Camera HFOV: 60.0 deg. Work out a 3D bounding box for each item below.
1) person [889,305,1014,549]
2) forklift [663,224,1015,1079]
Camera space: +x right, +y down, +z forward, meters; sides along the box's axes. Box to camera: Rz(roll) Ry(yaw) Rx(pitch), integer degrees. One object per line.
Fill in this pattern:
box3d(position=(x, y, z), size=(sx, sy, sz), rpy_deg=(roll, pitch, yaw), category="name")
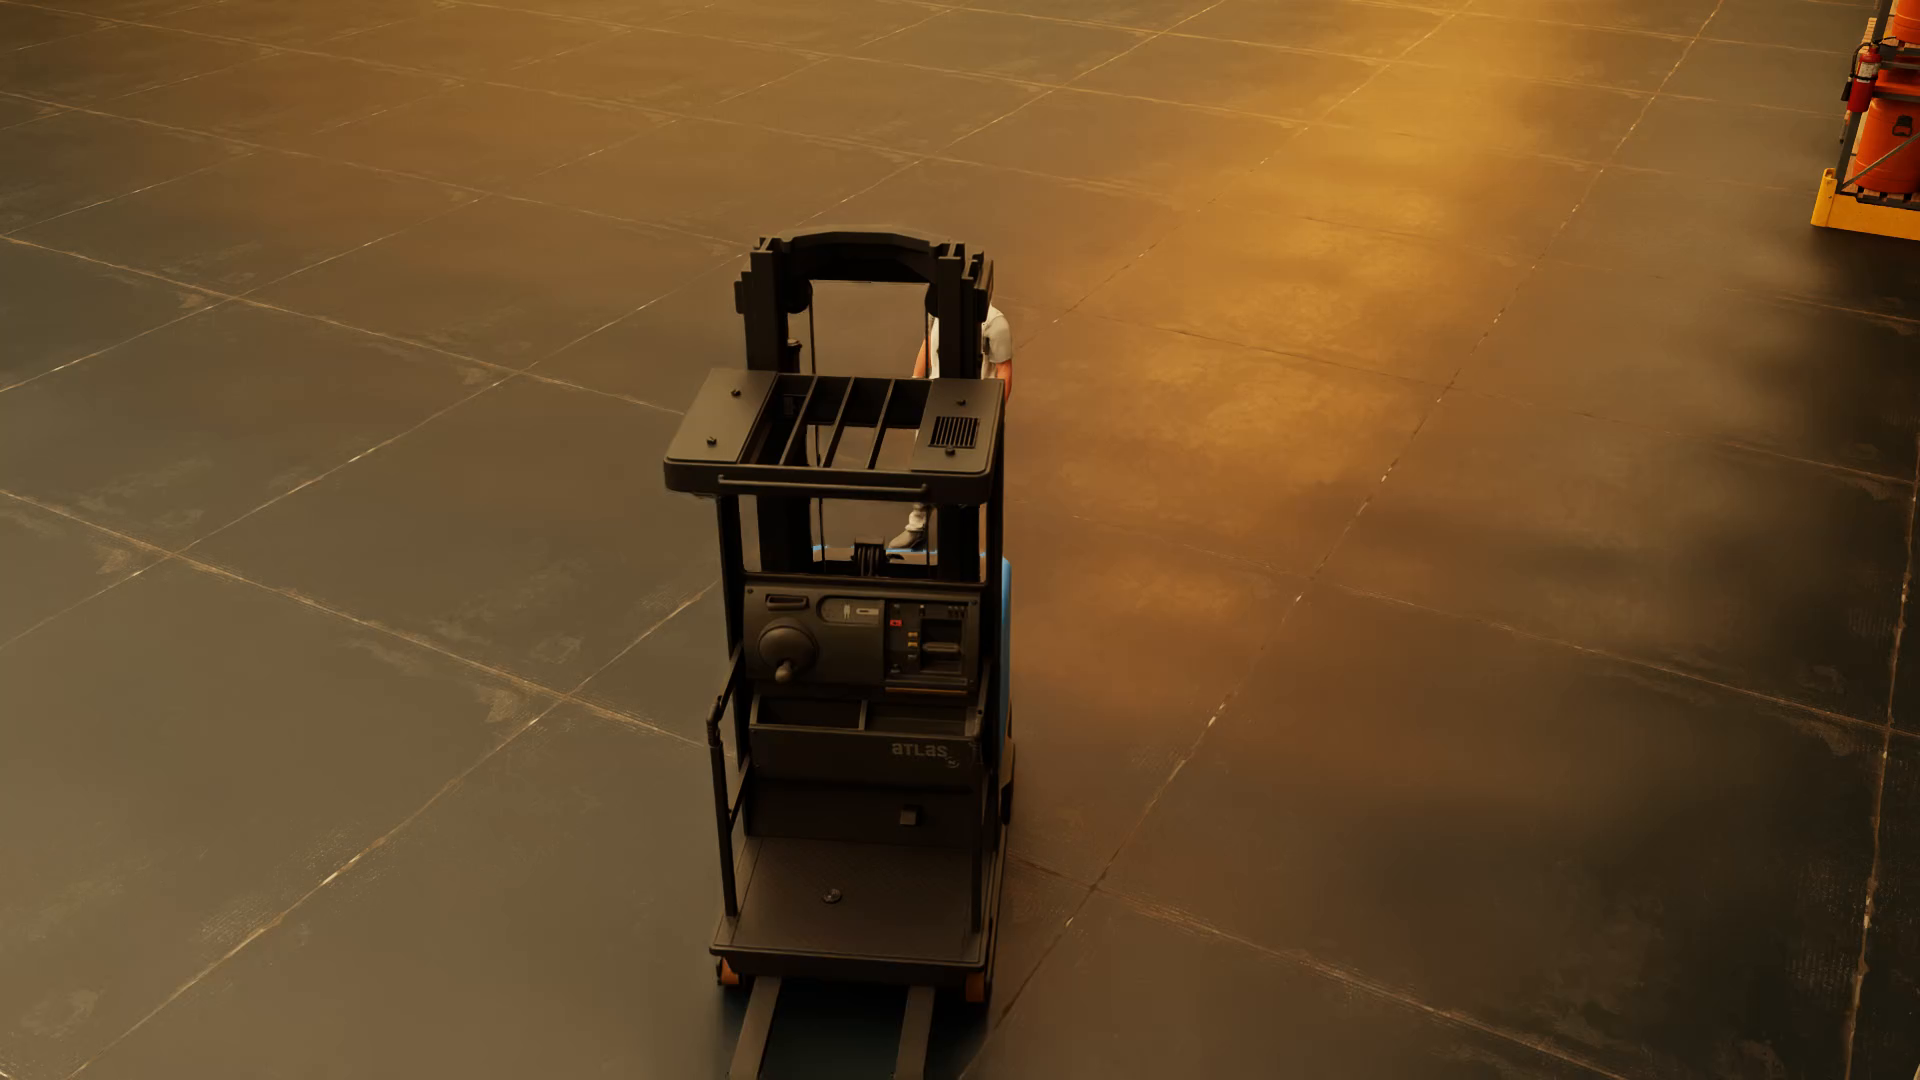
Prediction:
box3d(position=(-0.049, -0.749, 9.497), size=(0.638, 1.787, 0.564), rpy_deg=(15, 33, 25), category="person")
box3d(position=(-0.403, 0.429, 6.327), size=(1.130, 2.935, 3.031), rpy_deg=(3, 30, 5), category="forklift")
